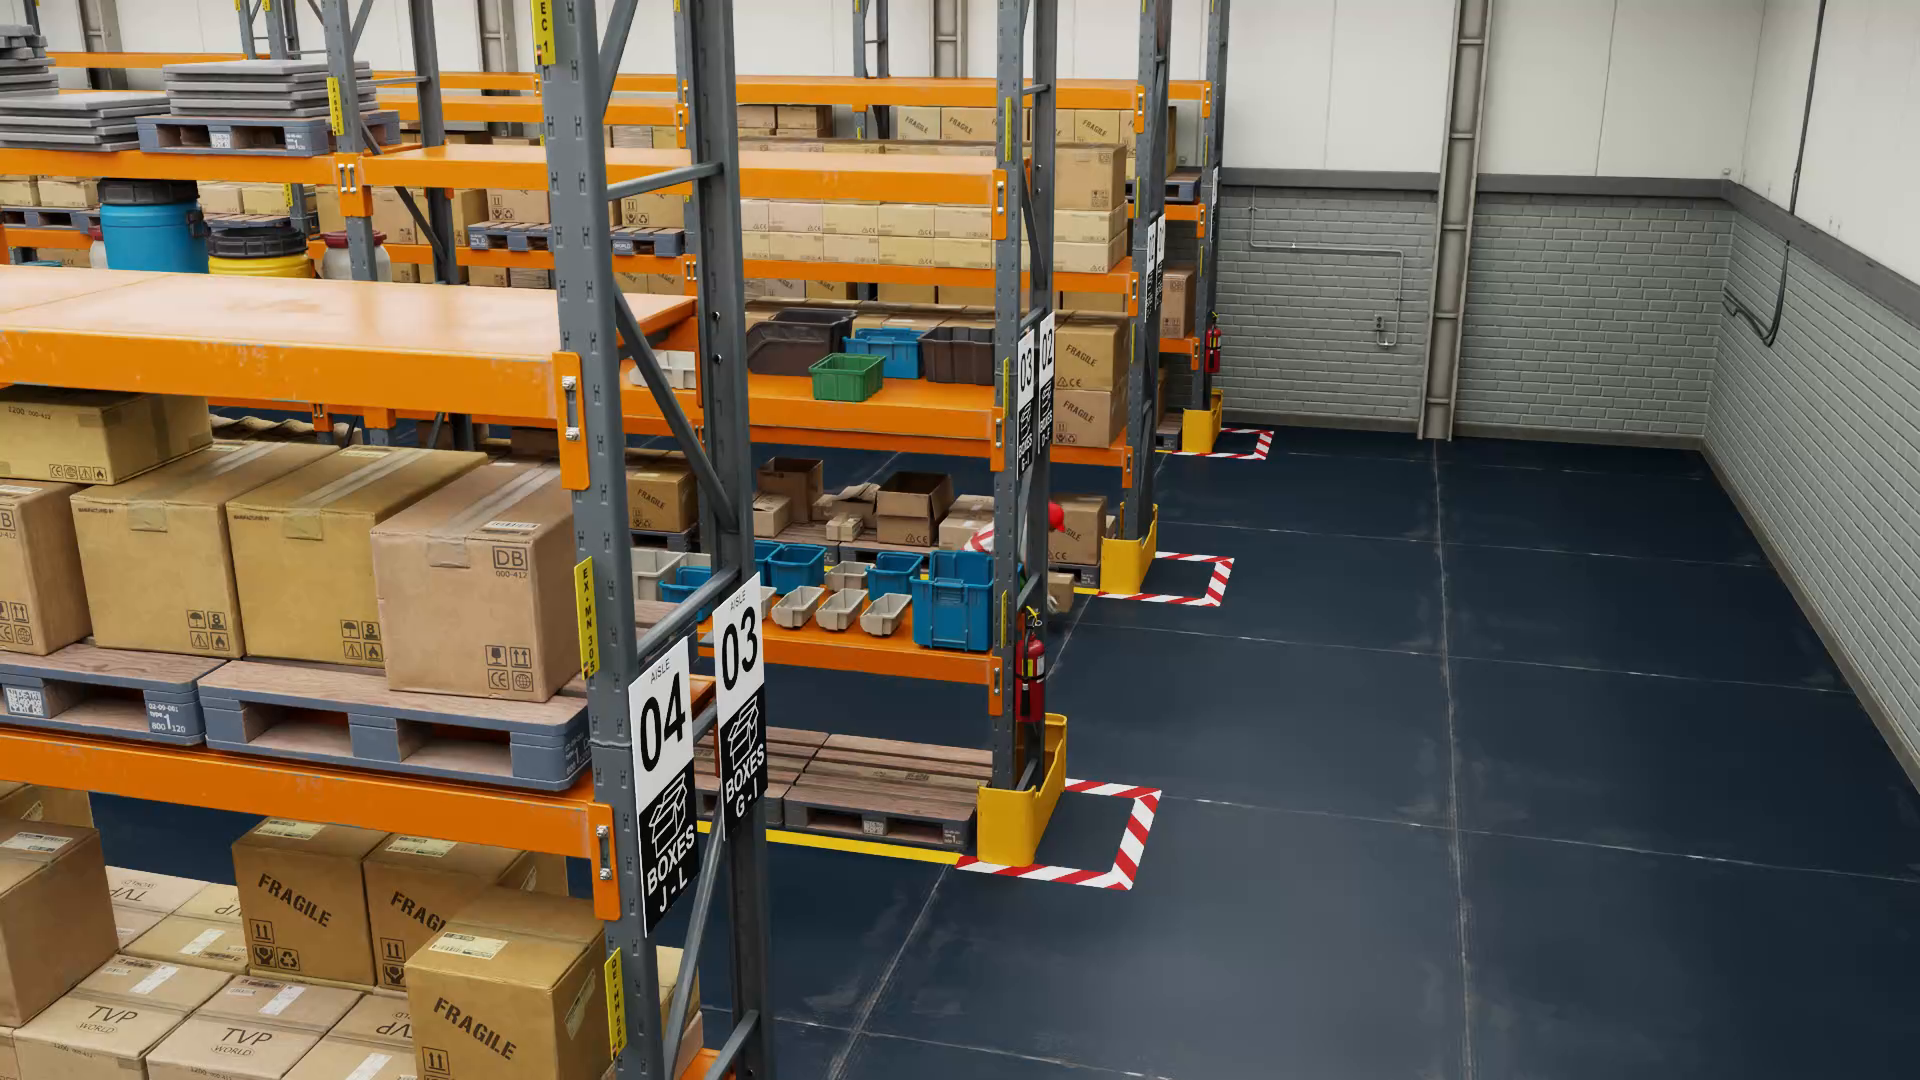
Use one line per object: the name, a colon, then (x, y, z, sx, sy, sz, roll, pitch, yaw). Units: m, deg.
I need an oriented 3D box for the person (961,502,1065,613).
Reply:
person: (0.437, 0.190, 13.811, 0.863, 1.073, 0.578, 4, 19, 13)
